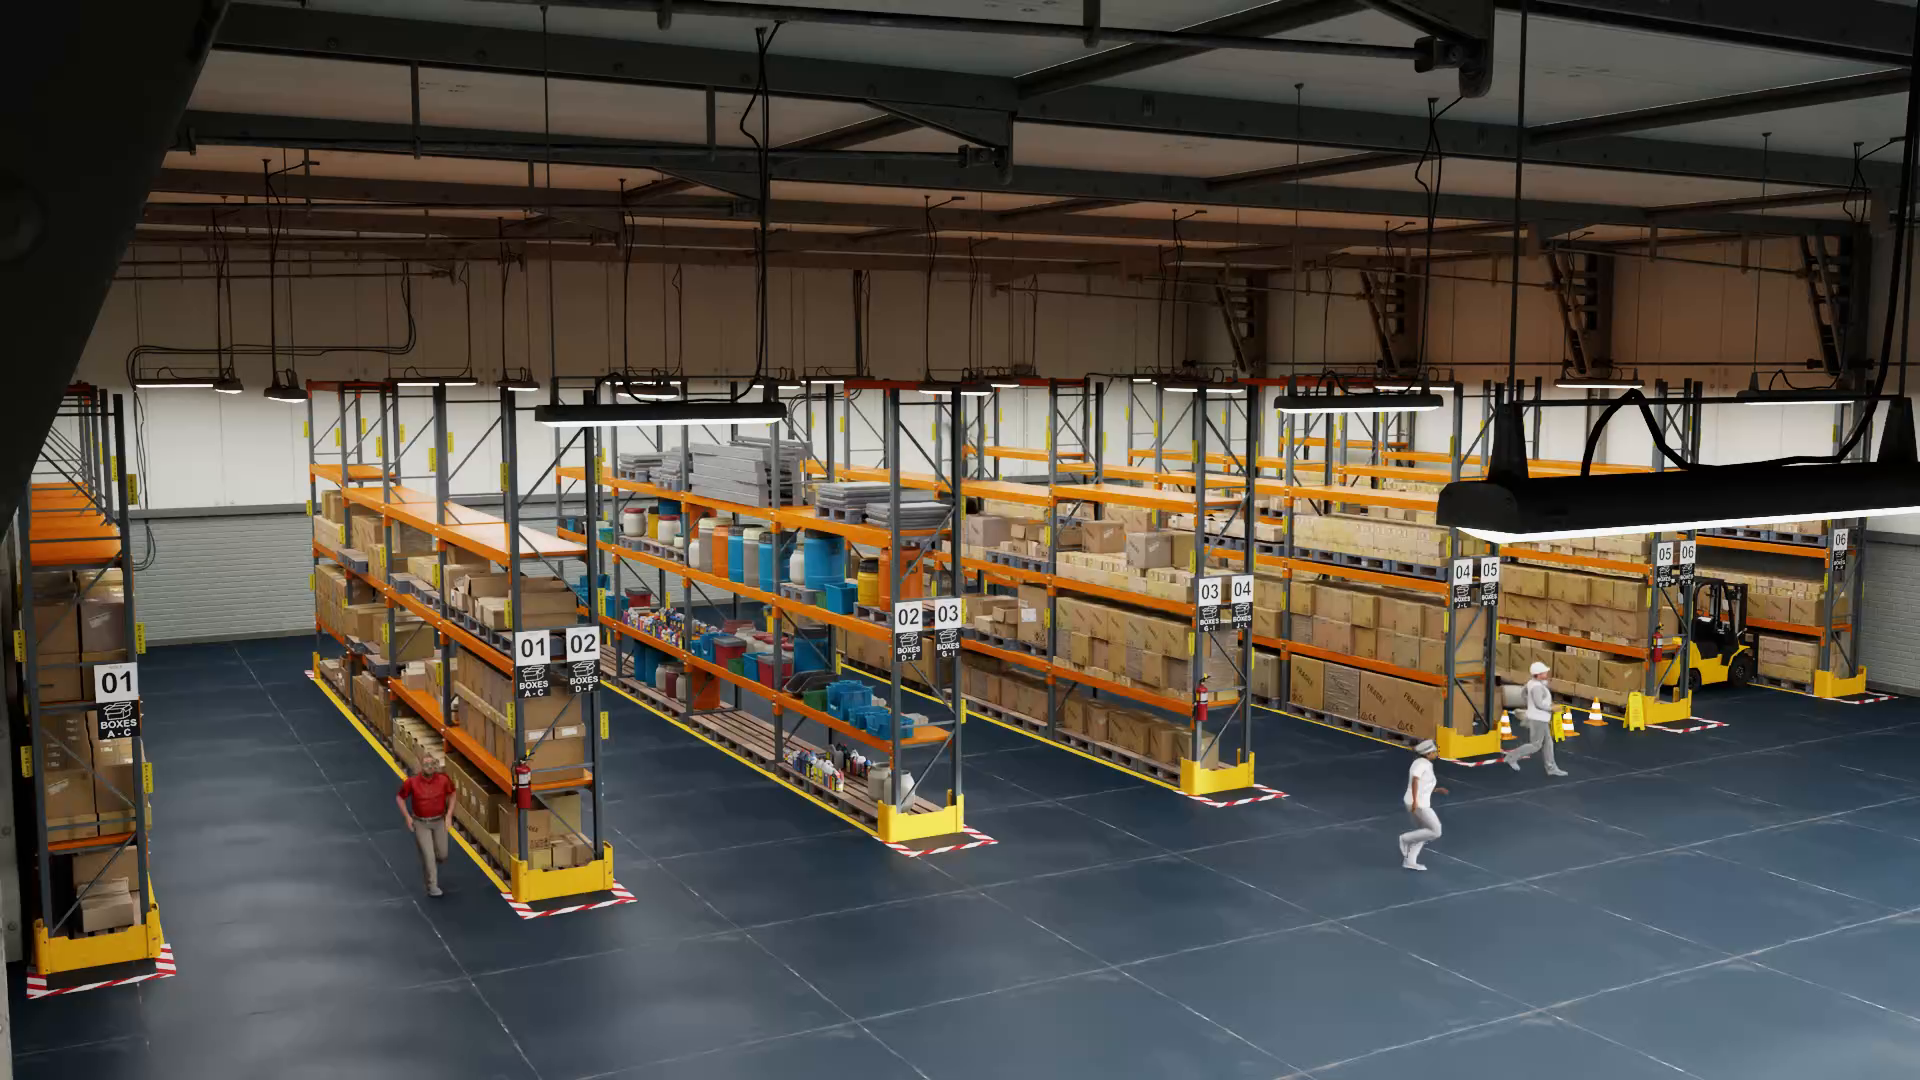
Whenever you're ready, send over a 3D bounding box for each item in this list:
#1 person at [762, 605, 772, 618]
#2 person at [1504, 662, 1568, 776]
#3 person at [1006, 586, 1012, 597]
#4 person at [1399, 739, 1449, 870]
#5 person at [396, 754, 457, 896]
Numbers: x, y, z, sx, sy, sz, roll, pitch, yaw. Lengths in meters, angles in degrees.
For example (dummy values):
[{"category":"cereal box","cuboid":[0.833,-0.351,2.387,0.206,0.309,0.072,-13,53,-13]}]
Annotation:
[{"category":"person","cuboid":[-4.345,1.241,40.202,0.964,1.704,0.705,3,7,23]},{"category":"person","cuboid":[8.826,2.733,25.410,0.946,1.752,0.649,2,6,14]},{"category":"person","cuboid":[1.455,0.871,43.633,0.552,1.695,0.778,5,8,37]},{"category":"person","cuboid":[5.812,3.317,20.803,0.626,1.648,0.616,0,6,3]},{"category":"person","cuboid":[-6.376,3.374,19.897,0.697,1.684,0.702,-3,7,-28]}]
